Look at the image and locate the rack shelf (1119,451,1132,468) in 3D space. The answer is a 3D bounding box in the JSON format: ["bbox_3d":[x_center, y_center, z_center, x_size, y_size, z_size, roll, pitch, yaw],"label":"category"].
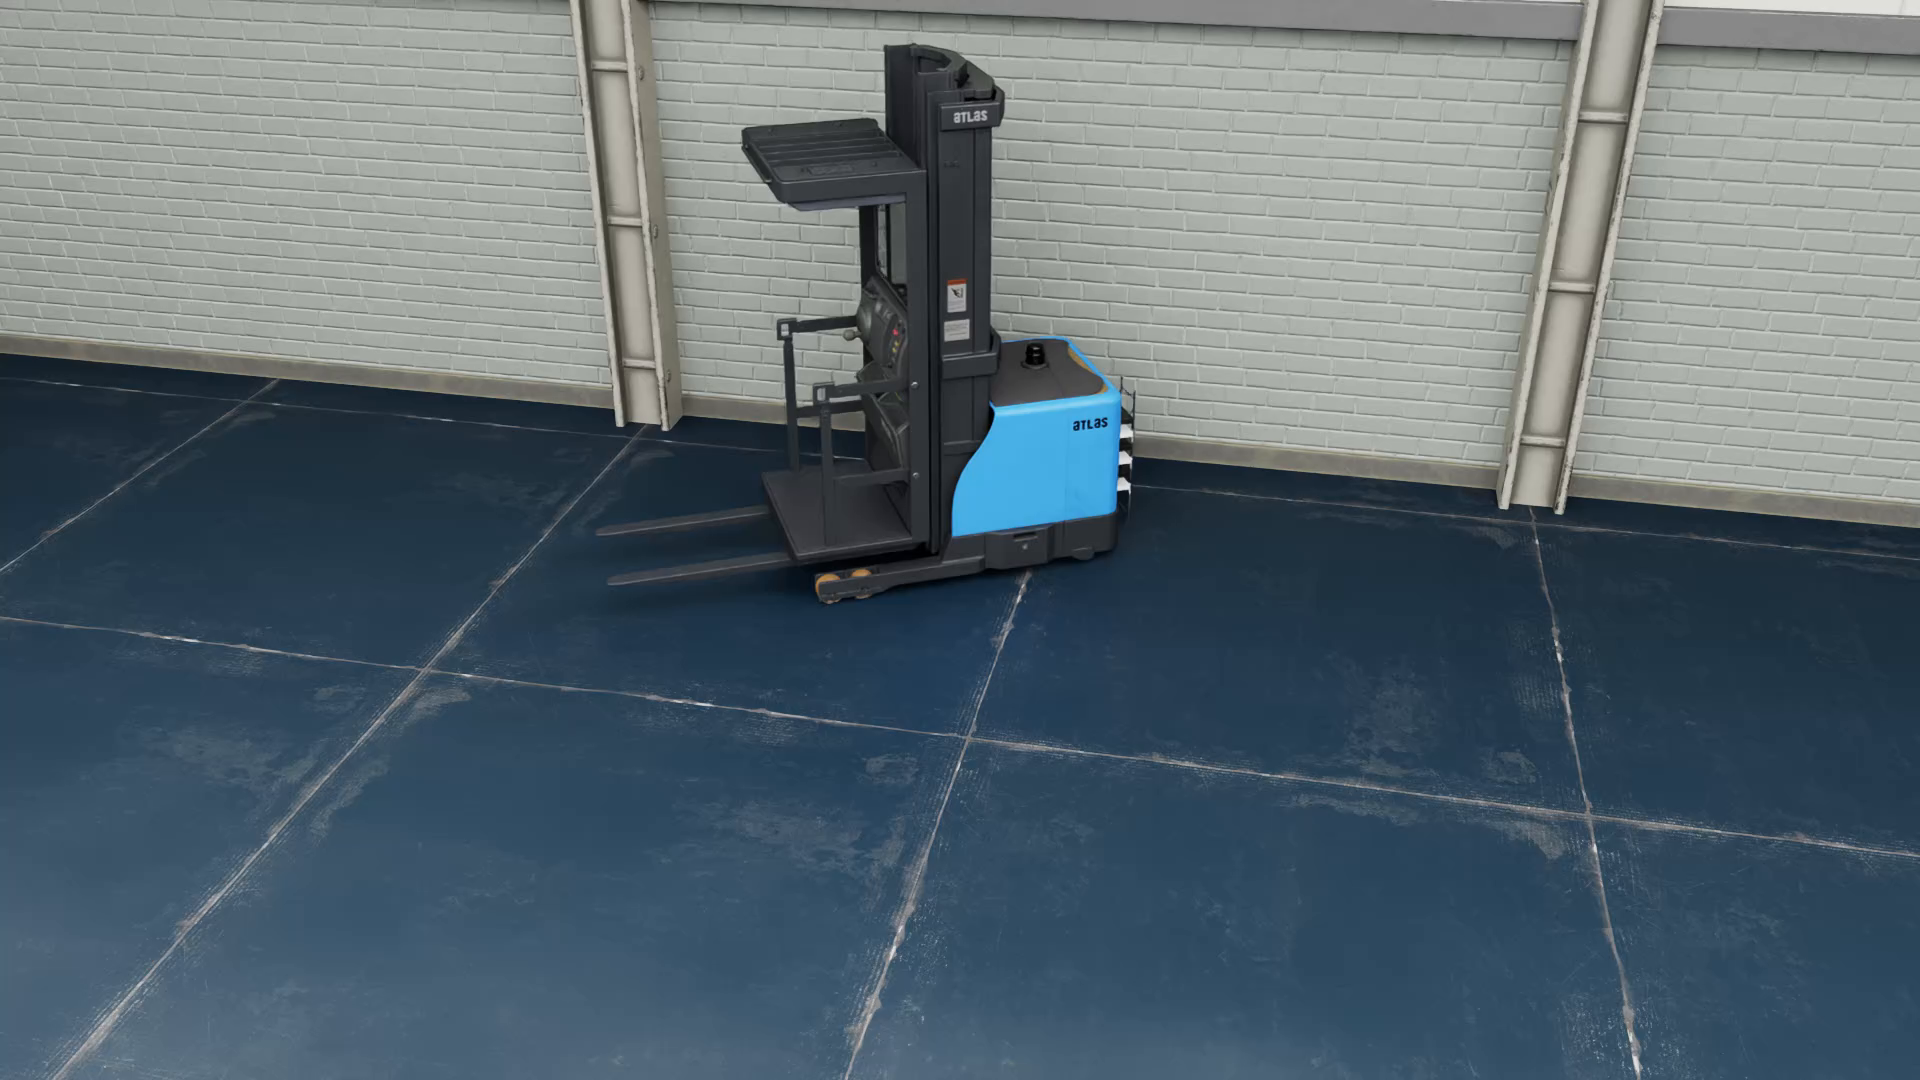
[{"bbox_3d":[0.927,-0.516,10.325,0.200,0.077,0.258,-8,30,-15],"label":"rack shelf"}]

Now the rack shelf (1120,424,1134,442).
[{"bbox_3d":[0.927,-0.674,10.239,0.200,0.077,0.258,-8,30,-15],"label":"rack shelf"}]

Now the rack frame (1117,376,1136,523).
[{"bbox_3d":[1.025,-0.560,10.335,0.006,0.900,0.240,-8,30,-15],"label":"rack frame"}]

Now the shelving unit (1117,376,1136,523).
[{"bbox_3d":[0.927,-0.545,10.309,0.210,0.900,0.258,-8,30,-15],"label":"shelving unit"}]

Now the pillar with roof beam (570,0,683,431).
[{"bbox_3d":[-3.098,-2.781,5.959,0.400,9.000,9.100,6,29,11],"label":"pillar with roof beam"}]

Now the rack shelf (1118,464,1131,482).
[{"bbox_3d":[0.927,-0.437,10.368,0.200,0.077,0.258,-8,30,-15],"label":"rack shelf"}]

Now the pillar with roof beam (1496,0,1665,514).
[{"bbox_3d":[2.769,-2.179,4.860,0.400,9.000,9.100,6,29,11],"label":"pillar with roof beam"}]

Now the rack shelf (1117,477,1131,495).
[{"bbox_3d":[0.927,-0.358,10.412,0.200,0.077,0.258,-8,30,-15],"label":"rack shelf"}]

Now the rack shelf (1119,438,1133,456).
[{"bbox_3d":[0.927,-0.595,10.282,0.200,0.077,0.258,-8,30,-15],"label":"rack shelf"}]

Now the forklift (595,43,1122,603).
[{"bbox_3d":[-0.625,-1.204,9.397,3.031,2.935,1.130,-8,30,-15],"label":"forklift"}]

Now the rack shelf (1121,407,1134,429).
[{"bbox_3d":[0.928,-0.753,10.196,0.200,0.077,0.258,-8,30,-15],"label":"rack shelf"}]
